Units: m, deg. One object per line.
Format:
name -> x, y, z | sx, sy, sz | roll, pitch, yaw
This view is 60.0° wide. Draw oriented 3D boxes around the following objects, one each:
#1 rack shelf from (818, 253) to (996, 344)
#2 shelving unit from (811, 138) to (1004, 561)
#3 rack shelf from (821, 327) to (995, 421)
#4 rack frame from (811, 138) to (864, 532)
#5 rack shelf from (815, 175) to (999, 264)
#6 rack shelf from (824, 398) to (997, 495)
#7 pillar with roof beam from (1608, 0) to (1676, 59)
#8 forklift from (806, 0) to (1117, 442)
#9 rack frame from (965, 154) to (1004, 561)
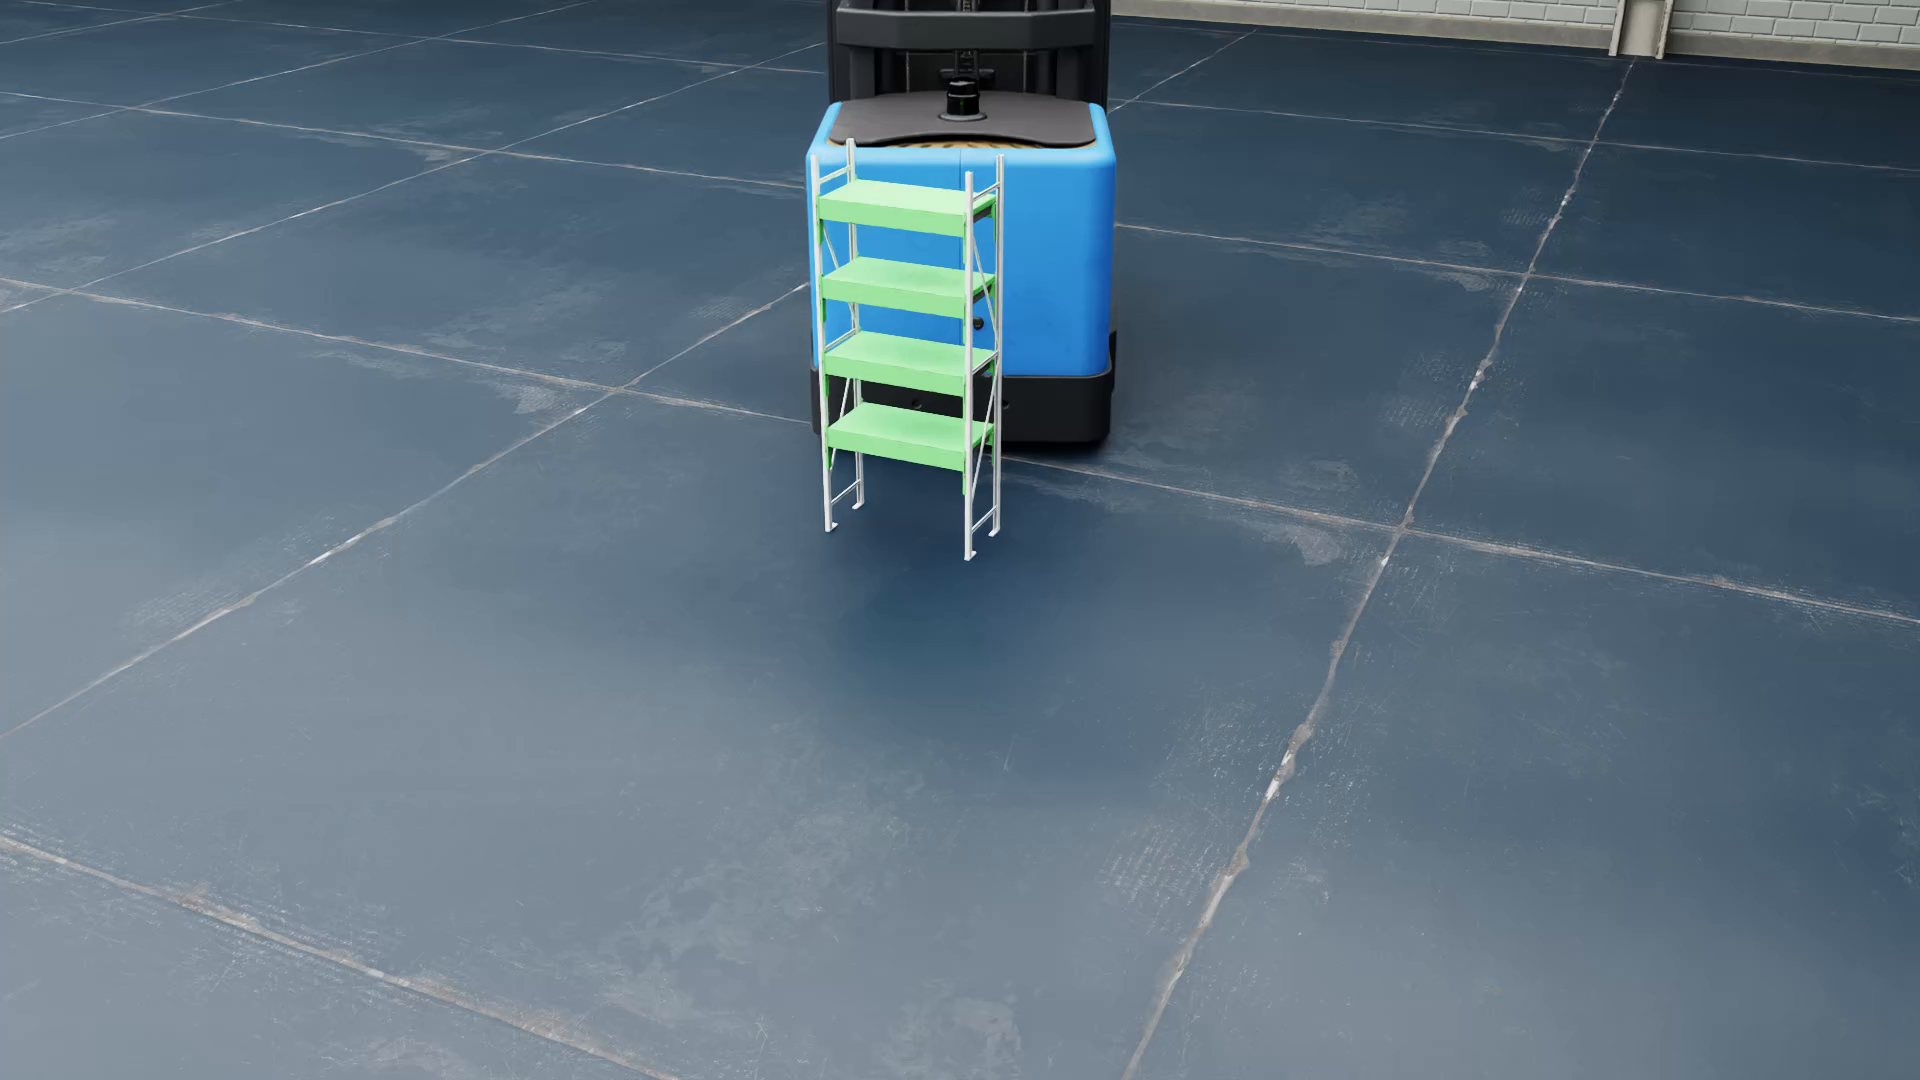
rack shelf -> -0.151, -0.727, 4.969 | 0.480, 0.148, 0.258 | 11, 28, 22
shelving unit -> -0.151, -0.569, 5.046 | 0.503, 1.200, 0.258 | 11, 28, 22
rack shelf -> -0.151, -0.511, 5.075 | 0.480, 0.148, 0.258 | 11, 28, 22
rack frame -> -0.373, -0.613, 5.137 | 0.015, 1.200, 0.240 | 11, 28, 22
rack shelf -> -0.151, -0.942, 4.863 | 0.480, 0.148, 0.258 | 11, 28, 22
rack shelf -> -0.151, -0.296, 5.181 | 0.480, 0.148, 0.258 | 11, 28, 22
pillar with roof beam -> 3.485, -6.087, 7.426 | 0.400, 9.000, 9.100 | 11, 28, 22
forklift -> 0.038, -2.263, 6.529 | 1.130, 2.935, 3.031 | 1, 26, 1
rack frame -> 0.071, -0.524, 4.956 | 0.015, 1.200, 0.240 | 11, 28, 22
